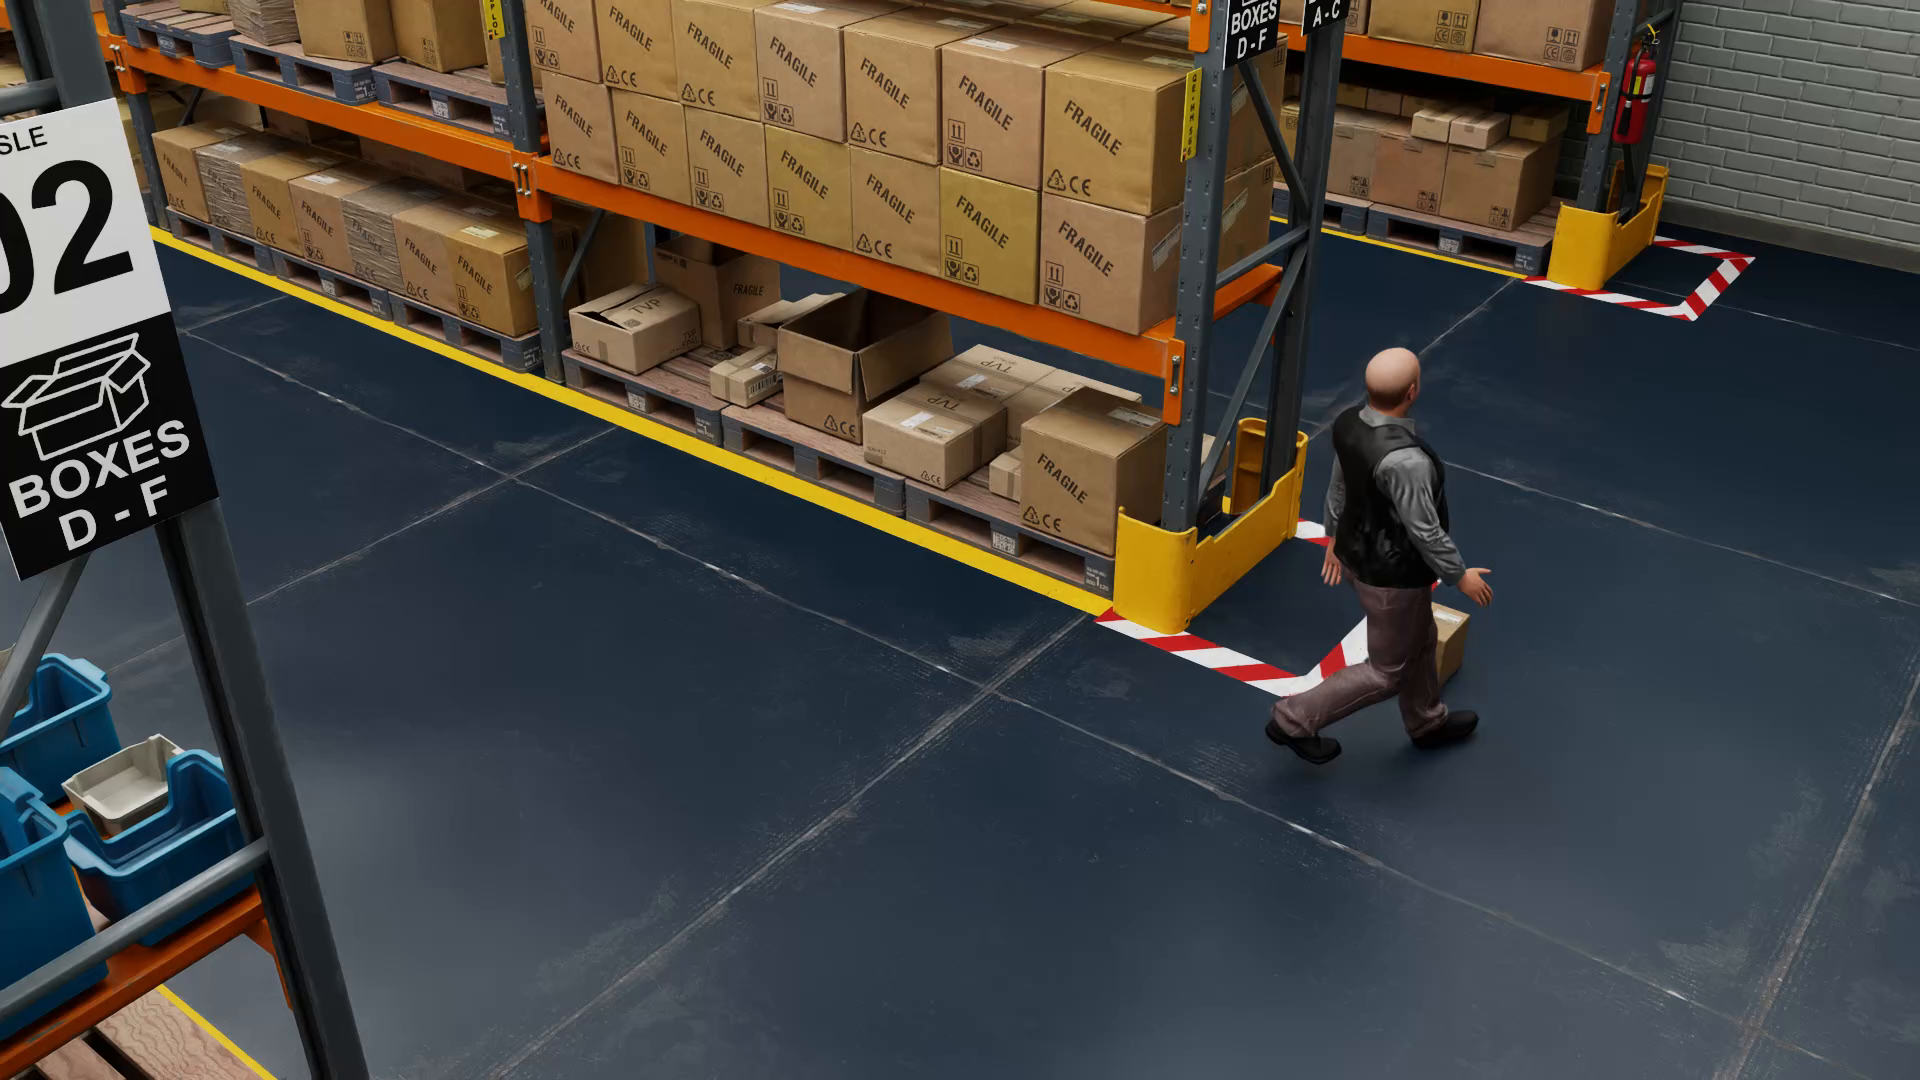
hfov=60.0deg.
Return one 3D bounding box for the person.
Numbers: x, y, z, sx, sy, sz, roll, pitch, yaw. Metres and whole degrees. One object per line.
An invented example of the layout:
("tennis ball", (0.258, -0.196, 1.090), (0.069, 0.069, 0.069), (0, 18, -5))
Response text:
("person", (1.597, 0.092, 6.029), (0.922, 1.679, 0.593), (-6, 31, -10))
